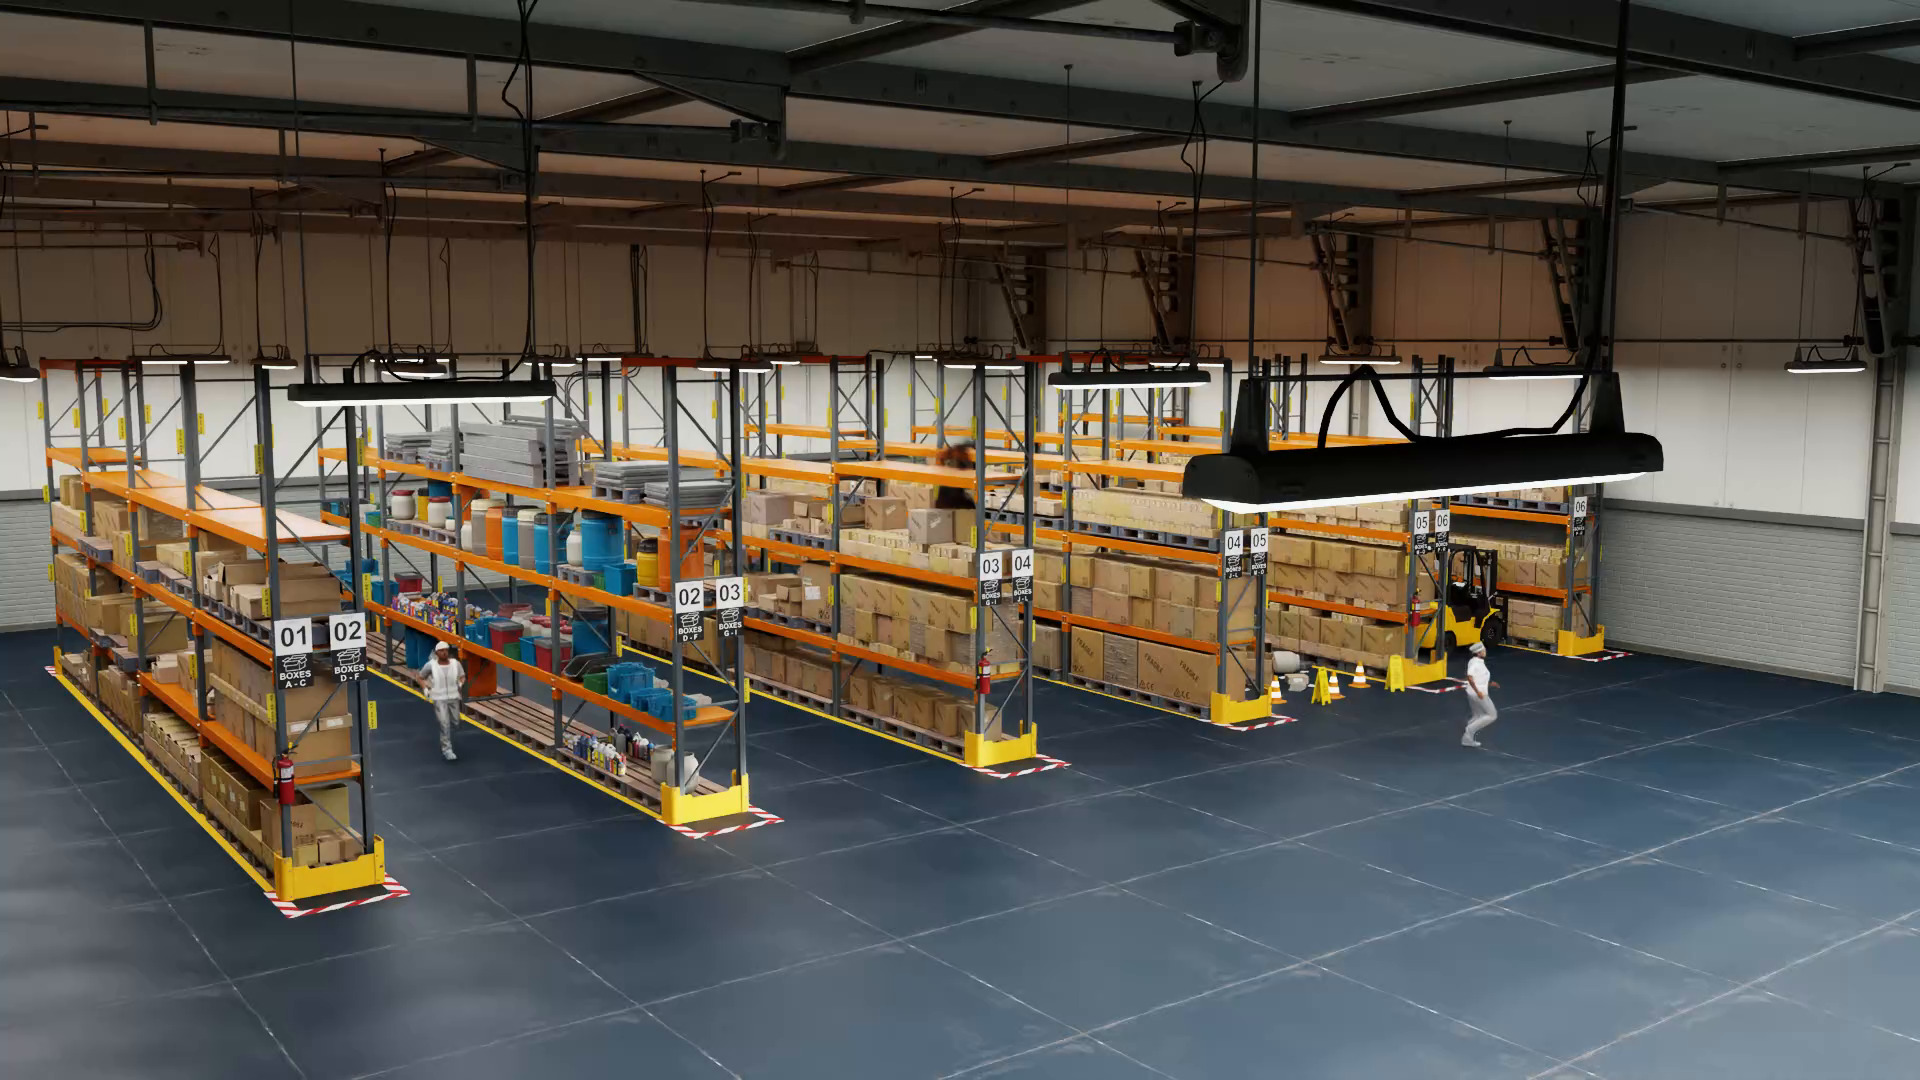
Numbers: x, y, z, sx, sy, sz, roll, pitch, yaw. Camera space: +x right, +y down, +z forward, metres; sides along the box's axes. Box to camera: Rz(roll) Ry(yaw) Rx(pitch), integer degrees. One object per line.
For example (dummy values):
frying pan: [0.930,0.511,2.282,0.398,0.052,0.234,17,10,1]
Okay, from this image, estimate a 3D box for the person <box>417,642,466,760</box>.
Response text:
person: [-7.842,2.422,25.309,0.698,1.755,0.855,-5,8,-35]

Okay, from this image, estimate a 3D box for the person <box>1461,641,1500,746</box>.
person: [8.130,2.401,25.914,0.562,1.657,0.564,0,7,4]

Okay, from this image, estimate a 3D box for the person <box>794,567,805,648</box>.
person: [-3.182,1.452,33.447,0.754,1.850,0.631,7,9,43]

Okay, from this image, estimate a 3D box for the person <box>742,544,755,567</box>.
person: [-5.286,0.551,41.877,0.575,1.549,0.574,-4,8,-33]
